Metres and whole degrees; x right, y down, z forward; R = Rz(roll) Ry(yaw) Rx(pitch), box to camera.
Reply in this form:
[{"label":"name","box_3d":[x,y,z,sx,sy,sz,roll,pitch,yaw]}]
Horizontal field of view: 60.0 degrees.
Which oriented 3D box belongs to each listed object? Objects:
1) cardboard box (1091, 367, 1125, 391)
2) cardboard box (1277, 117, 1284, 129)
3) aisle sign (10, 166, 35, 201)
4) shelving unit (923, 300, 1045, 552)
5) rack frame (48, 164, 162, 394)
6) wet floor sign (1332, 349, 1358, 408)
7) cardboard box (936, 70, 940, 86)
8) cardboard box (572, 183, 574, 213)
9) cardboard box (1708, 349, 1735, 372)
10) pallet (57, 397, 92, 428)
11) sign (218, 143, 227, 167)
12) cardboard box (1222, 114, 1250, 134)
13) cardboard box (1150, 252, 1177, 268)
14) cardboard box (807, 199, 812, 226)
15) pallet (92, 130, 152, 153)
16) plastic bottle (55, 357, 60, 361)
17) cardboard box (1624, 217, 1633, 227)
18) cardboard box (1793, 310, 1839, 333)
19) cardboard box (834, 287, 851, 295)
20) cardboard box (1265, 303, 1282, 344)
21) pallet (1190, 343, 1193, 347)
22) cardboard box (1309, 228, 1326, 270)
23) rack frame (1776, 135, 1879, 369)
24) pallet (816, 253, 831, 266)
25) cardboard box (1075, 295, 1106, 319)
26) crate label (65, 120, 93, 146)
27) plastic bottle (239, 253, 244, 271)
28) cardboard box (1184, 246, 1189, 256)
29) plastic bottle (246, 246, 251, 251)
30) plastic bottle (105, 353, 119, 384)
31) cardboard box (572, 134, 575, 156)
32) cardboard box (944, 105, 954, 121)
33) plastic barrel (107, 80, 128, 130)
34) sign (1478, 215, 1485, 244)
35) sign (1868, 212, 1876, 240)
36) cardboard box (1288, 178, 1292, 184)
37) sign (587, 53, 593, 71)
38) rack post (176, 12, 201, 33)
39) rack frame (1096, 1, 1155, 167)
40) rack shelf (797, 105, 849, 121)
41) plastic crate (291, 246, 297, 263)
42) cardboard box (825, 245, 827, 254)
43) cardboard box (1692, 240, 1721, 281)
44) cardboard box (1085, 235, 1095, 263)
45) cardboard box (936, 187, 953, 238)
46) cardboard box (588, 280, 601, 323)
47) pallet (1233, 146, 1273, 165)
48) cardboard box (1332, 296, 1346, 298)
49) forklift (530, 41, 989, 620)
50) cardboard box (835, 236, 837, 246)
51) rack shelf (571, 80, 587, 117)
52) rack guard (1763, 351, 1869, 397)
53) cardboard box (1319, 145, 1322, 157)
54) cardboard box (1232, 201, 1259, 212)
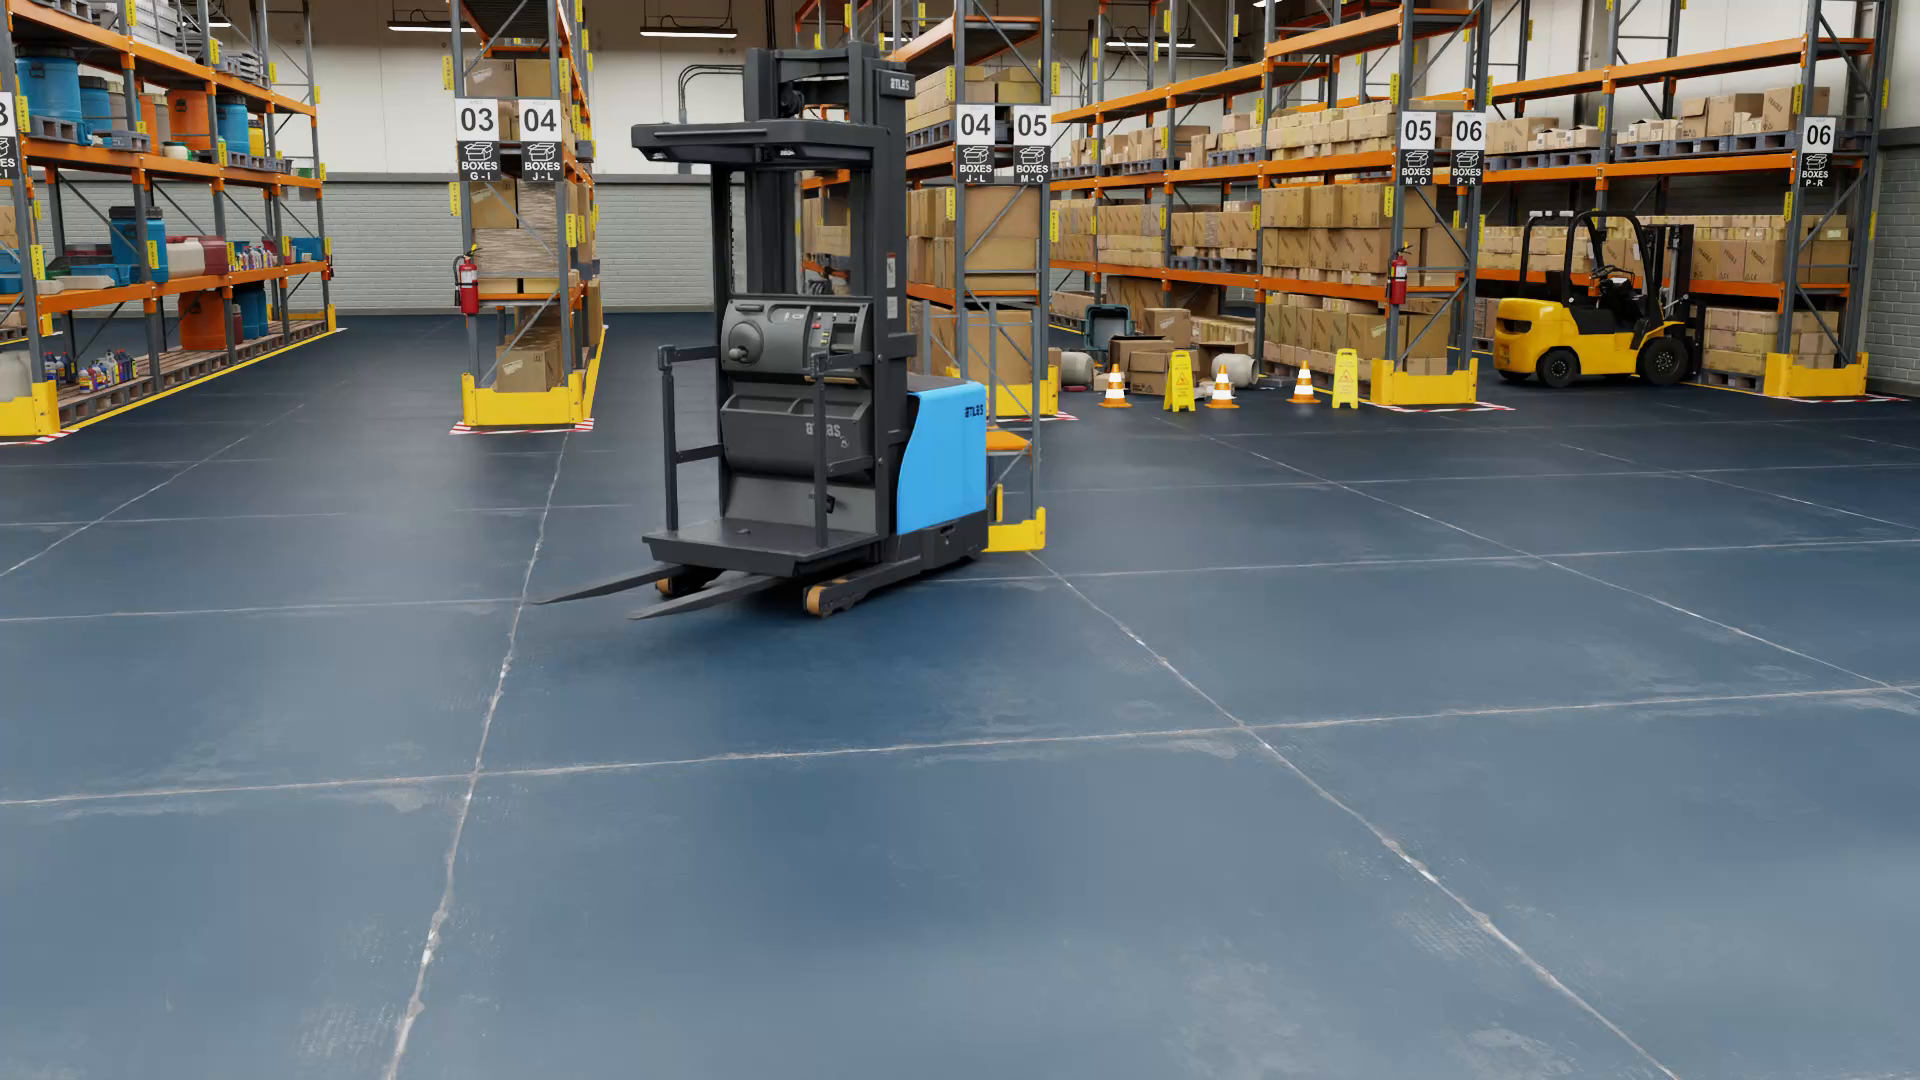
[{"label":"cardboard box","box_3d":[1.806,-1.967,20.323,0.396,0.266,0.258,0,11,-1]},{"label":"cardboard box","box_3d":[4.321,-5.383,21.473,0.380,0.149,0.250,-2,11,-9]},{"label":"aisle sign","box_3d":[-16.984,-6.539,30.077,0.394,0.787,0.004,-2,11,-11]},{"label":"shelving unit","box_3d":[0.120,-0.767,10.718,0.587,1.500,1.083,-3,11,-14]},{"label":"rack frame","box_3d":[-10.078,-3.217,19.575,1.000,3.000,0.127,-2,11,-11]},{"label":"wet floor sign","box_3d":[4.266,-1.793,18.393,0.267,0.644,0.232,2,11,9]},{"label":"cardboard box","box_3d":[-0.052,-4.965,17.885,0.380,0.149,0.250,-2,11,-10]},{"label":"cardboard box","box_3d":[-4.574,-3.736,18.564,0.500,0.500,0.500,-2,11,-11]},{"label":"cardboard box","box_3d":[9.658,-2.227,20.604,0.500,0.250,0.500,-2,11,-11]},{"label":"pallet","box_3d":[-9.514,-1.275,16.830,1.003,0.211,1.213,-2,11,-11]},{"label":"sign","box_3d":[-10.318,-5.394,23.271,0.100,0.325,0.005,-2,11,-11]},{"label":"cardboard box","box_3d":[4.043,-5.897,23.576,0.500,0.250,0.500,-2,11,-10]},{"label":"cardboard box","box_3d":[3.370,-4.501,26.721,0.500,0.250,0.500,-3,11,-13]},{"label":"cardboard box","box_3d":[-2.556,-6.072,30.840,0.500,0.500,0.500,-2,11,-13]},{"label":"pallet","box_3d":[-9.842,-4.469,18.636,1.213,0.211,1.003,-2,11,-11]},{"label":"plastic bottle","box_3d":[-10.356,-1.962,19.092,0.152,0.276,0.135,-2,11,-9]},{"label":"cardboard box","box_3d":[9.297,-4.339,22.674,0.380,0.149,0.250,-2,11,-10]},{"label":"cardboard box","box_3d":[10.239,-2.647,20.136,0.500,0.250,0.500,-2,11,-12]},{"label":"cardboard box","box_3d":[-1.805,-4.036,27.438,0.500,0.250,0.500,-2,11,-9]},{"label":"cardboard box","box_3d":[4.351,-2.863,21.943,0.500,0.500,0.500,-2,11,-8]},{"label":"pallet","box_3d":[3.874,-2.978,25.777,1.003,0.211,1.213,-2,11,-11]},{"label":"cardboard box","box_3d":[4.636,-3.586,20.452,0.500,0.500,0.500,-2,11,-10]},{"label":"rack frame","box_3d":[10.147,-3.205,19.513,1.000,3.000,0.127,-2,11,-11]},{"label":"pallet","box_3d":[-1.885,-4.786,28.334,1.003,0.211,1.213,-2,11,-11]},{"label":"cardboard box","box_3d":[2.753,-4.455,31.812,0.875,0.438,0.875,-2,11,-13]},{"label":"crate label","box_3d":[-9.340,-4.239,17.321,0.502,0.251,0.408,-2,11,-11]},{"label":"plastic bottle","box_3d":[-10.799,-4.170,24.928,0.097,0.271,0.097,0,11,0]},{"label":"cardboard box","box_3d":[3.634,-4.403,25.354,0.380,0.149,0.250,-3,11,-15]},{"label":"plastic bottle","box_3d":[-11.240,-4.464,26.260,0.144,0.351,0.185,-2,11,-11]},{"label":"plastic bottle","box_3d":[-9.570,-1.930,18.720,0.144,0.351,0.185,-2,11,-11]},{"label":"cardboard box","box_3d":[-4.875,-4.723,19.866,0.500,0.250,0.500,-2,11,-9]},{"label":"cardboard box","box_3d":[0.046,-4.479,17.468,0.380,0.149,0.250,-2,11,-11]},{"label":"plastic barrel","box_3d":[-10.517,-5.142,20.327,0.600,0.901,0.600,0,11,0]},{"label":"sign","box_3d":[5.811,-3.469,18.584,0.100,0.325,0.005,-2,11,-11]},{"label":"sign","box_3d":[10.693,-3.688,19.525,0.100,0.325,0.005,-2,11,-11]},{"label":"cardboard box","box_3d":[6.946,-7.376,34.074,0.380,0.149,0.250,-2,11,-10]},{"label":"sign","box_3d":[-7.019,-9.060,31.519,0.100,0.325,0.005,-2,11,-11]},{"label":"rack post","box_3d":[-11.104,-7.290,23.553,0.624,0.289,0.986,-2,11,-11]},{"label":"rack frame","box_3d":[2.945,-8.172,29.563,1.000,3.000,0.127,-2,11,-11]},{"label":"rack shelf","box_3d":[-2.280,-7.985,30.515,1.077,0.370,4.000,-2,11,-11]},{"label":"plastic crate","box_3d":[-11.750,-4.942,28.796,0.437,0.282,0.530,-2,11,-11]},{"label":"cardboard box","box_3d":[-2.006,-4.781,27.340,0.380,0.149,0.250,-2,11,-12]},{"label":"cardboard box","box_3d":[9.602,-3.524,20.923,0.500,0.500,0.500,-2,11,-12]},{"label":"cardboard box","box_3d":[2.604,-5.350,30.513,0.500,0.500,0.500,-2,11,-10]},{"label":"cardboard box","box_3d":[0.211,-3.596,18.280,0.875,0.550,0.550,-2,11,-11]},{"label":"cardboard box","box_3d":[-6.457,-3.746,26.916,1.225,0.875,0.875,-3,11,-13]},{"label":"pallet","box_3d":[4.485,-5.256,22.767,1.213,0.211,1.003,-2,11,-11]},{"label":"cardboard box","box_3d":[7.391,-4.654,32.686,0.700,0.500,0.500,-3,11,-13]},{"label":"forklift","box_3d":[-1.006,-1.137,8.833,1.130,2.935,3.031,6,12,30]},{"label":"cardboard box","box_3d":[-1.763,-4.693,26.082,0.380,0.149,0.250,-2,11,-10]},{"label":"rack shelf","box_3d":[-6.387,-6.895,25.847,1.077,0.370,4.000,-2,11,-11]},{"label":"rack guard","box_3d":[10.152,-1.973,19.723,1.175,0.500,0.348,-2,11,-11]},{"label":"cardboard box","box_3d":[4.621,-4.758,20.322,0.380,0.149,0.250,-2,11,-11]},{"label":"cardboard box","box_3d":[4.043,-4.680,23.341,0.380,0.149,0.250,-2,11,-13]}]
